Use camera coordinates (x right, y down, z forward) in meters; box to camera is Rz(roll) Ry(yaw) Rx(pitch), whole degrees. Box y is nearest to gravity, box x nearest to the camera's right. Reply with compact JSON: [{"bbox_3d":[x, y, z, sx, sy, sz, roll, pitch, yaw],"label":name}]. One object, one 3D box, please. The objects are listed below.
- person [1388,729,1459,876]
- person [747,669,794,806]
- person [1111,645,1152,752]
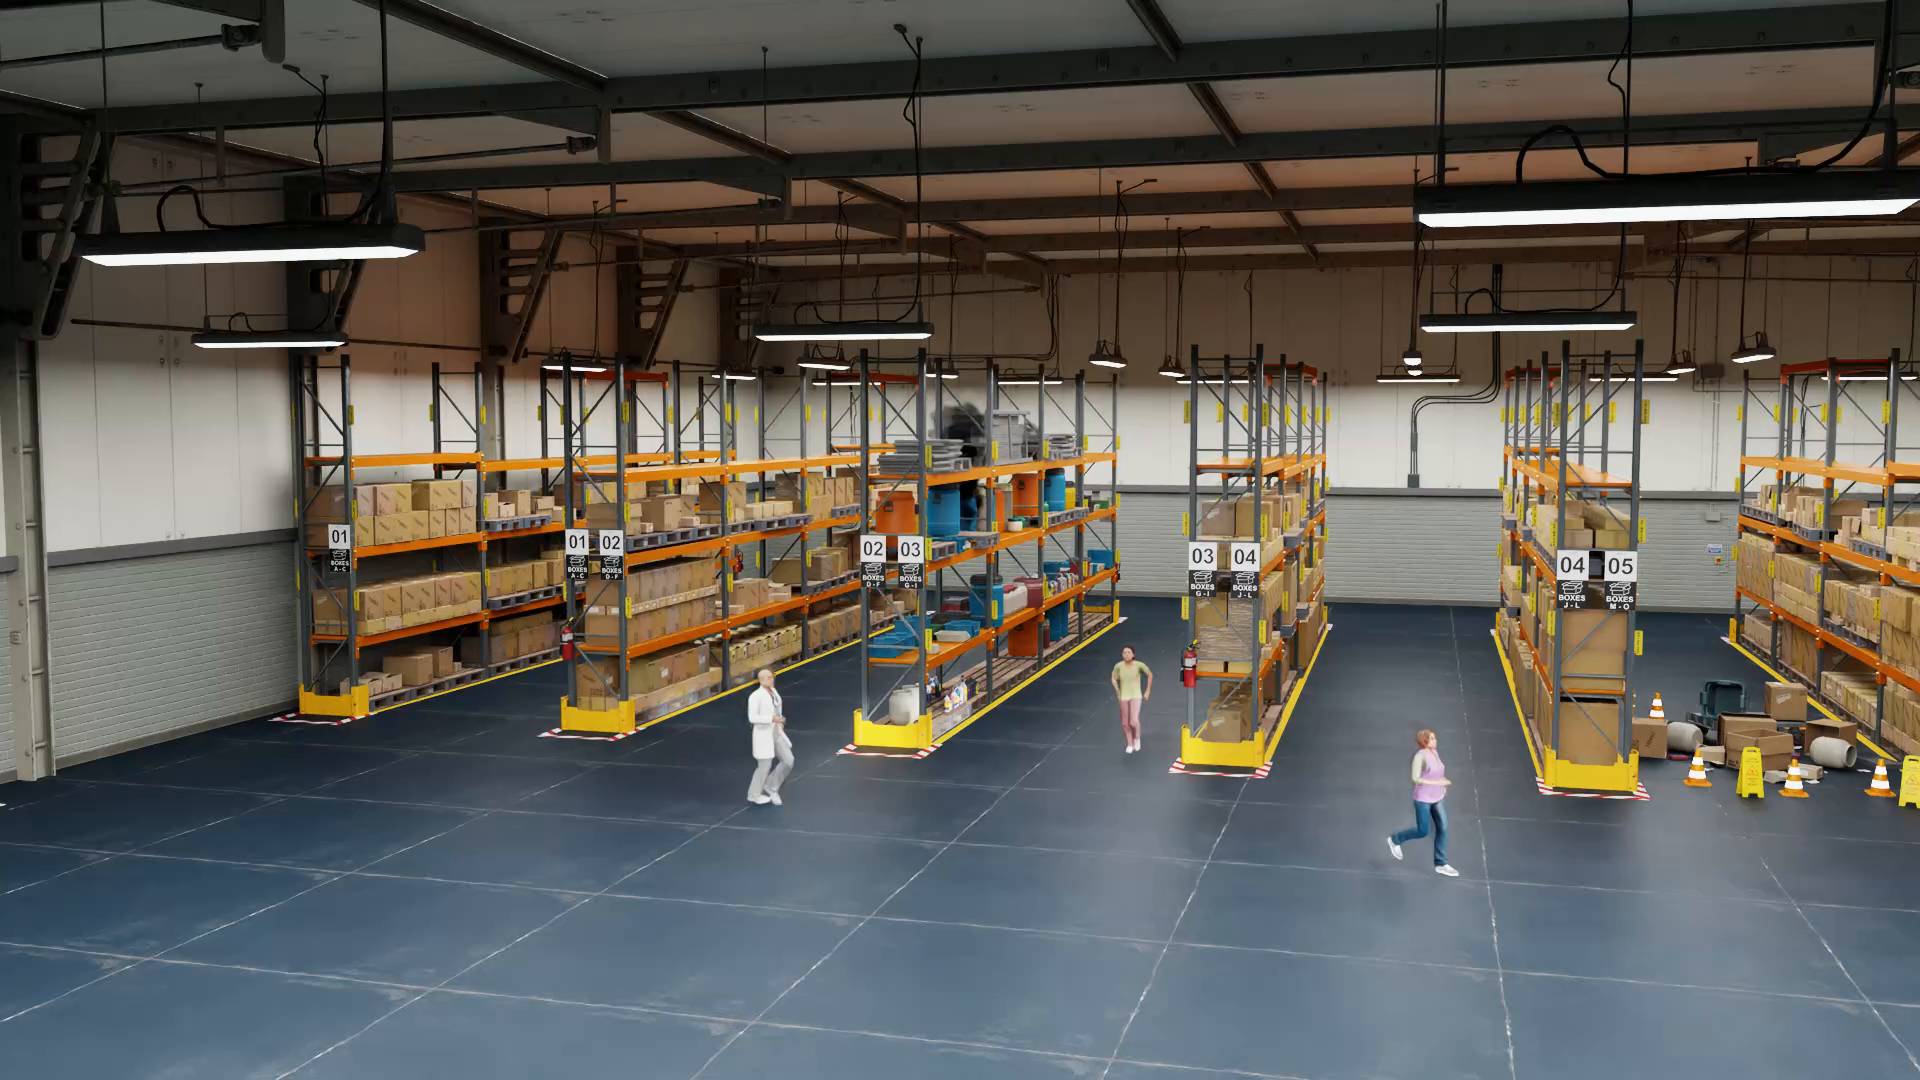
[{"bbox_3d":[5.100,2.844,18.222,0.550,1.573,0.825,-4,6,-42],"label":"person"},{"bbox_3d":[-2.411,2.535,21.239,0.754,1.777,0.674,3,5,37],"label":"person"},{"bbox_3d":[2.509,2.348,24.523,0.587,1.618,0.663,1,5,19],"label":"person"}]
